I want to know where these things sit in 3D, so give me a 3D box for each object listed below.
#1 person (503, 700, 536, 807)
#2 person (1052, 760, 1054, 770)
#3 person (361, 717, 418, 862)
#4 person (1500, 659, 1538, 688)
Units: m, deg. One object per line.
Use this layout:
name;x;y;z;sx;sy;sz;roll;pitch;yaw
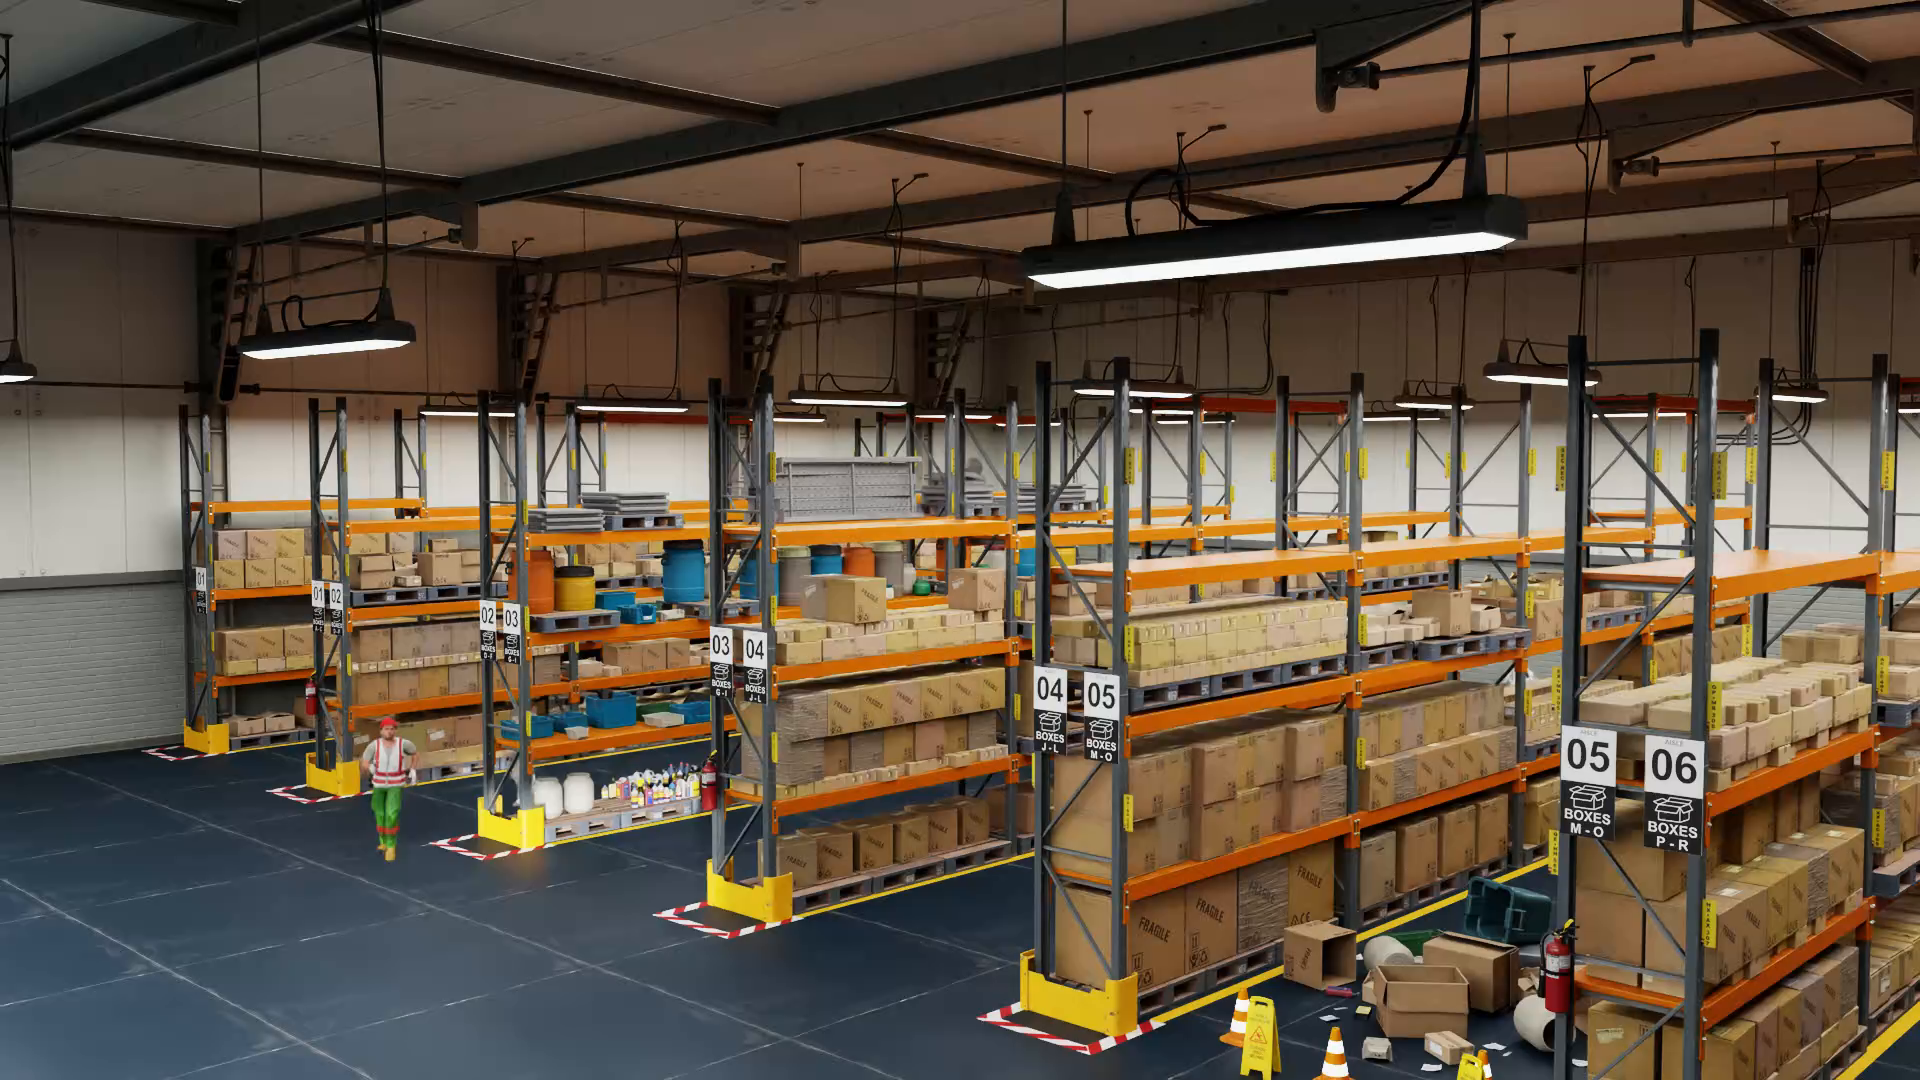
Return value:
person;-6.420;3.128;24.397;0.547;1.550;0.498;2;4;33
person;1.639;2.864;26.809;0.672;1.735;0.697;2;4;32
person;-7.277;3.161;21.165;0.639;1.819;0.798;0;3;-6
person;9.808;2.824;29.150;0.664;1.618;0.665;1;3;15
